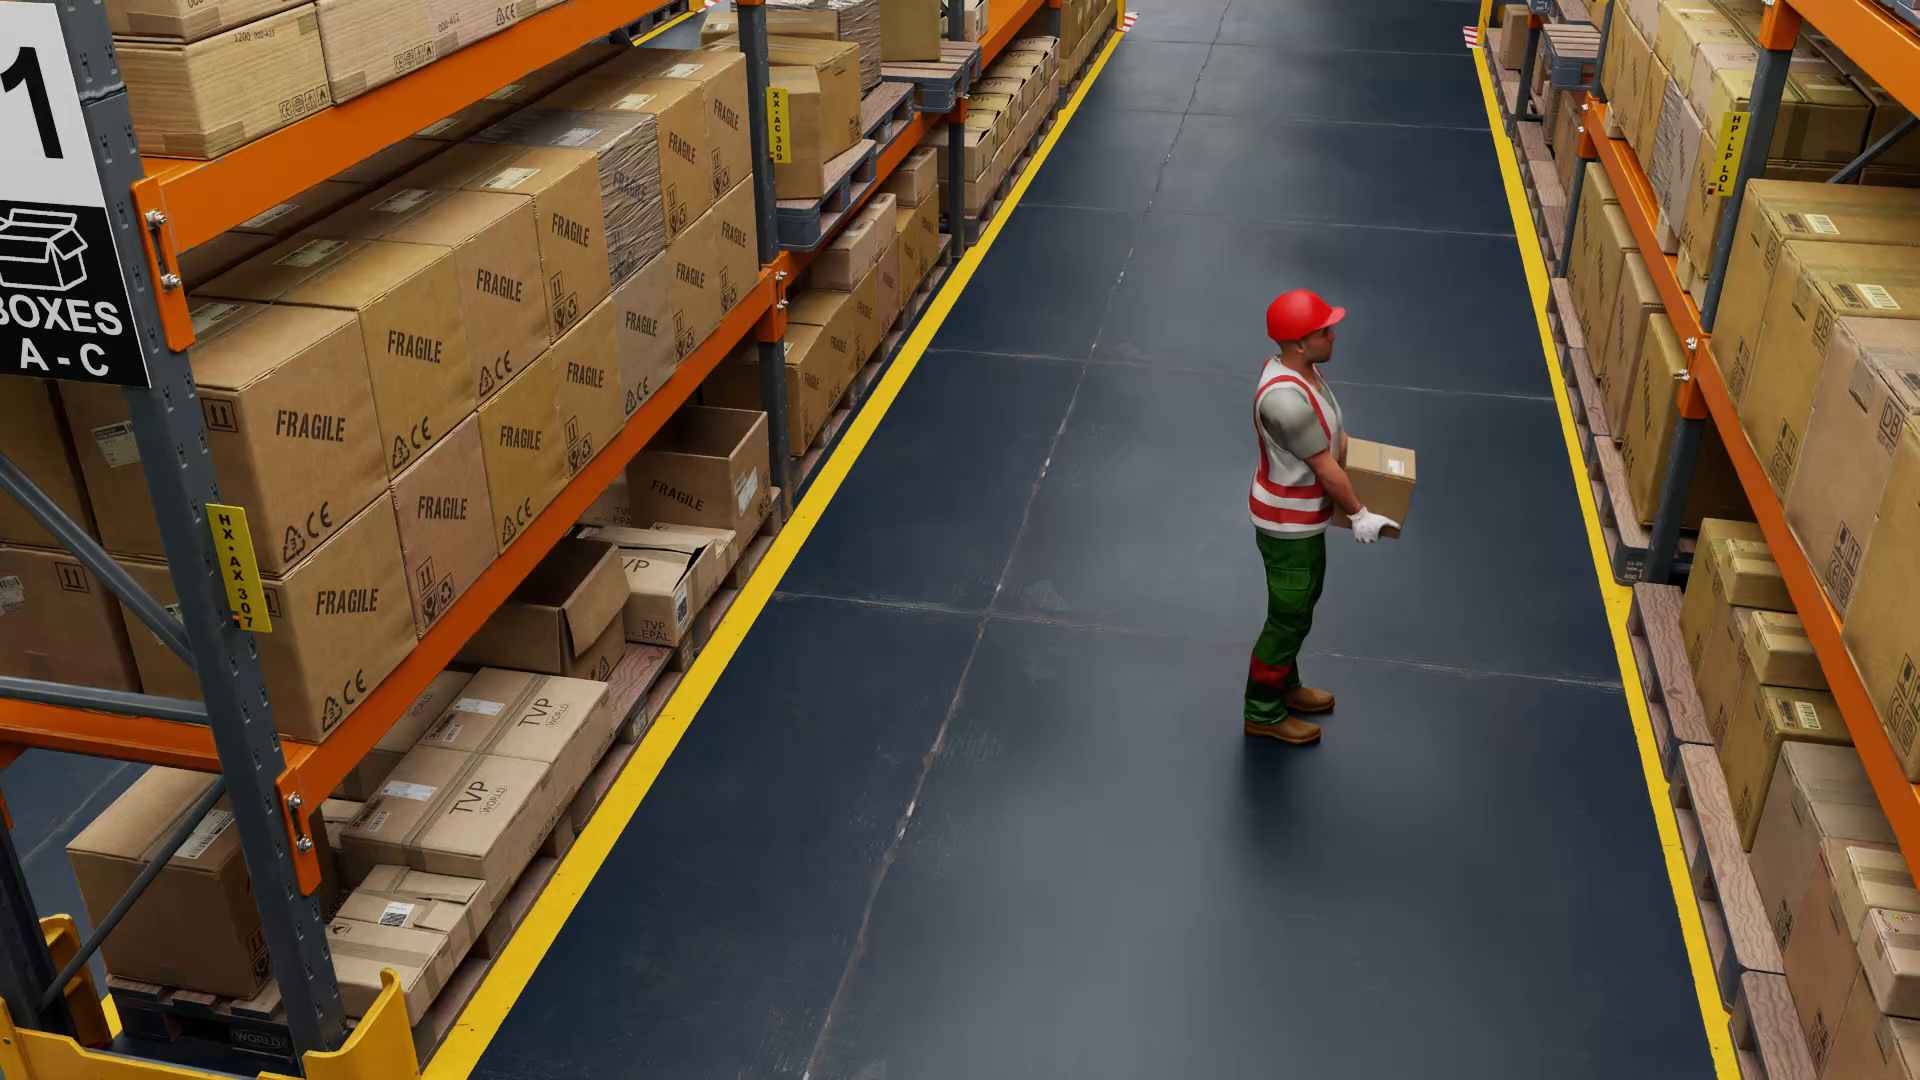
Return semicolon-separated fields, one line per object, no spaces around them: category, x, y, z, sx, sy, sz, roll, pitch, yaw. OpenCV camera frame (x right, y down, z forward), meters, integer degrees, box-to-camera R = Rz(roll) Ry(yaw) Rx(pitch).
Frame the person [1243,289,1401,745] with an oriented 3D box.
person;1.355;-0.074;6.240;0.566;1.784;0.494;6;29;11
